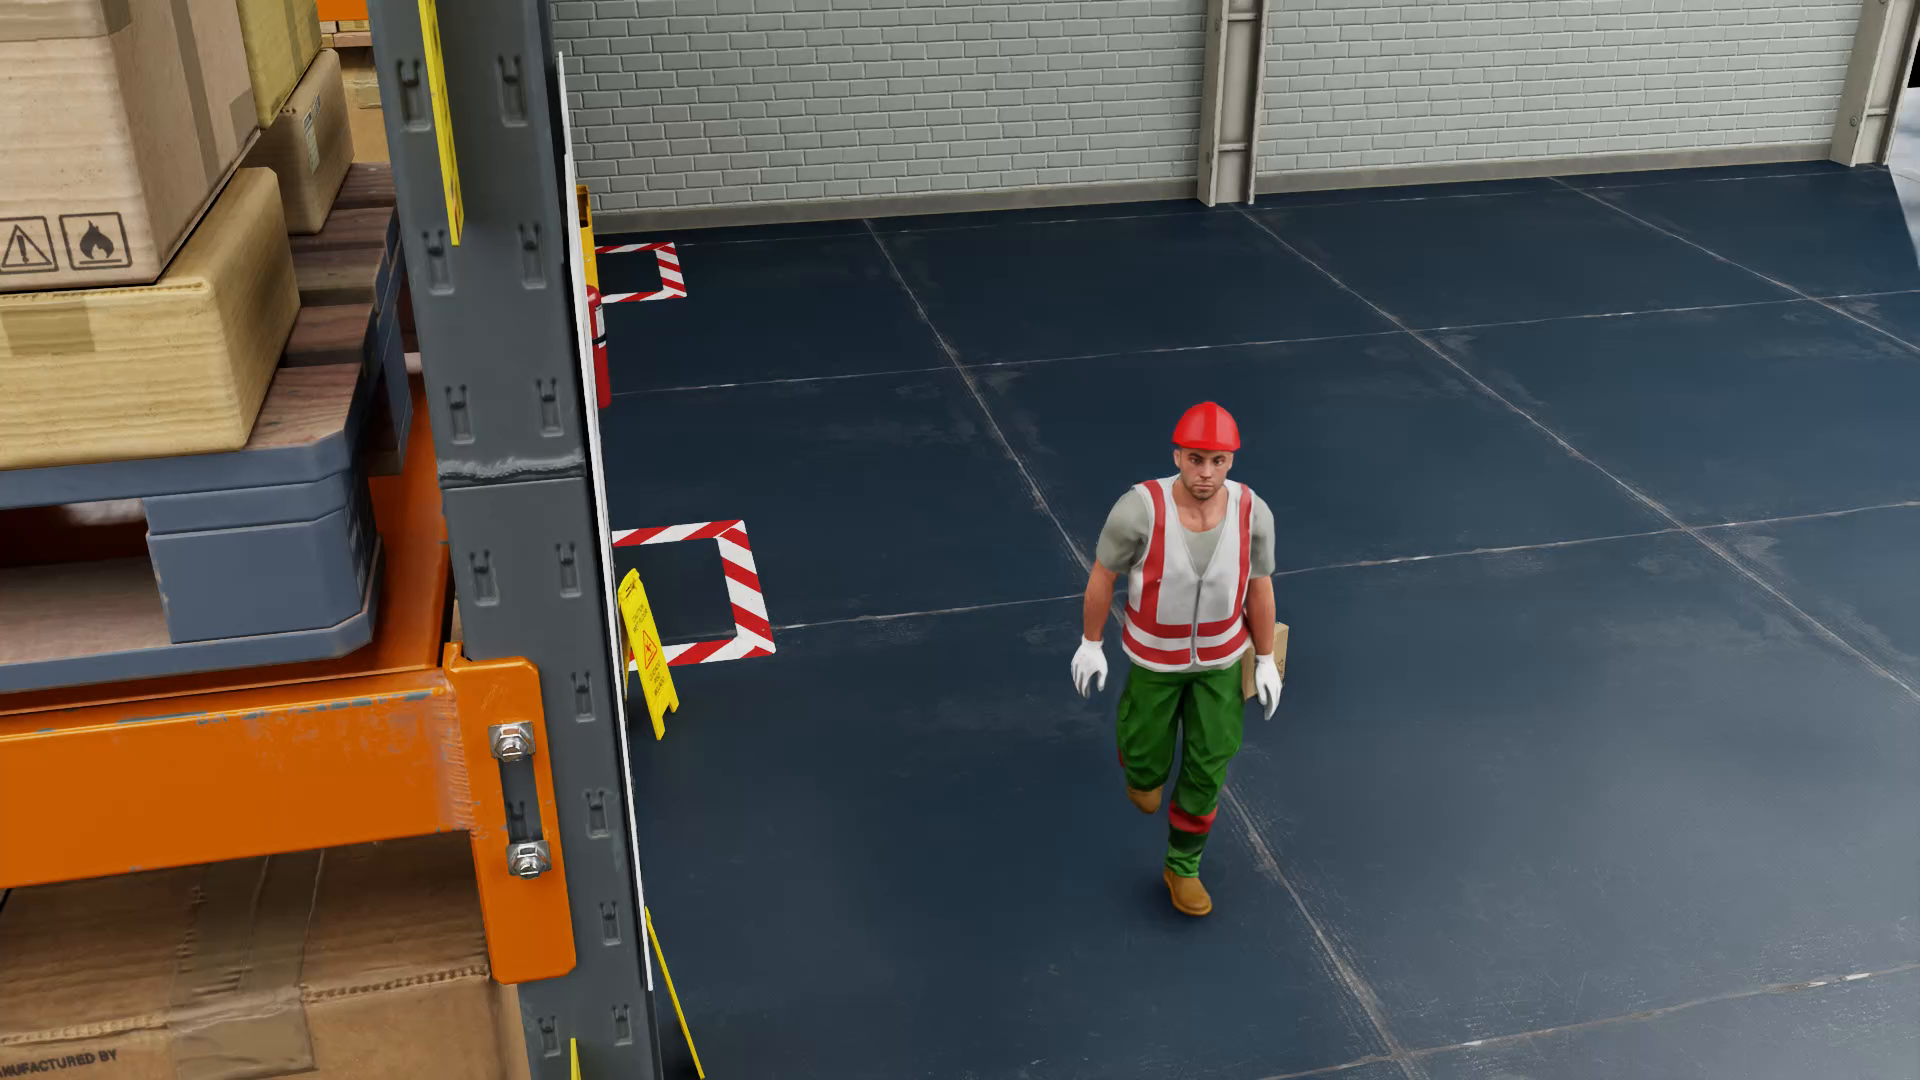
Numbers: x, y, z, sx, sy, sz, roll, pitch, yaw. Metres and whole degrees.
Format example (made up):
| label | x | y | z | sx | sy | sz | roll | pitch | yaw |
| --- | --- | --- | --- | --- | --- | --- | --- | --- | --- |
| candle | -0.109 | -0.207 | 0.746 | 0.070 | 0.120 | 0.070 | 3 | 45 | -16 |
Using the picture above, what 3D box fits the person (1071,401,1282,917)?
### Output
| label | x | y | z | sx | sy | sz | roll | pitch | yaw |
| --- | --- | --- | --- | --- | --- | --- | --- | --- | --- |
| person | 0.685 | 0.341 | 5.397 | 0.659 | 1.769 | 0.705 | -3 | 27 | -5 |
